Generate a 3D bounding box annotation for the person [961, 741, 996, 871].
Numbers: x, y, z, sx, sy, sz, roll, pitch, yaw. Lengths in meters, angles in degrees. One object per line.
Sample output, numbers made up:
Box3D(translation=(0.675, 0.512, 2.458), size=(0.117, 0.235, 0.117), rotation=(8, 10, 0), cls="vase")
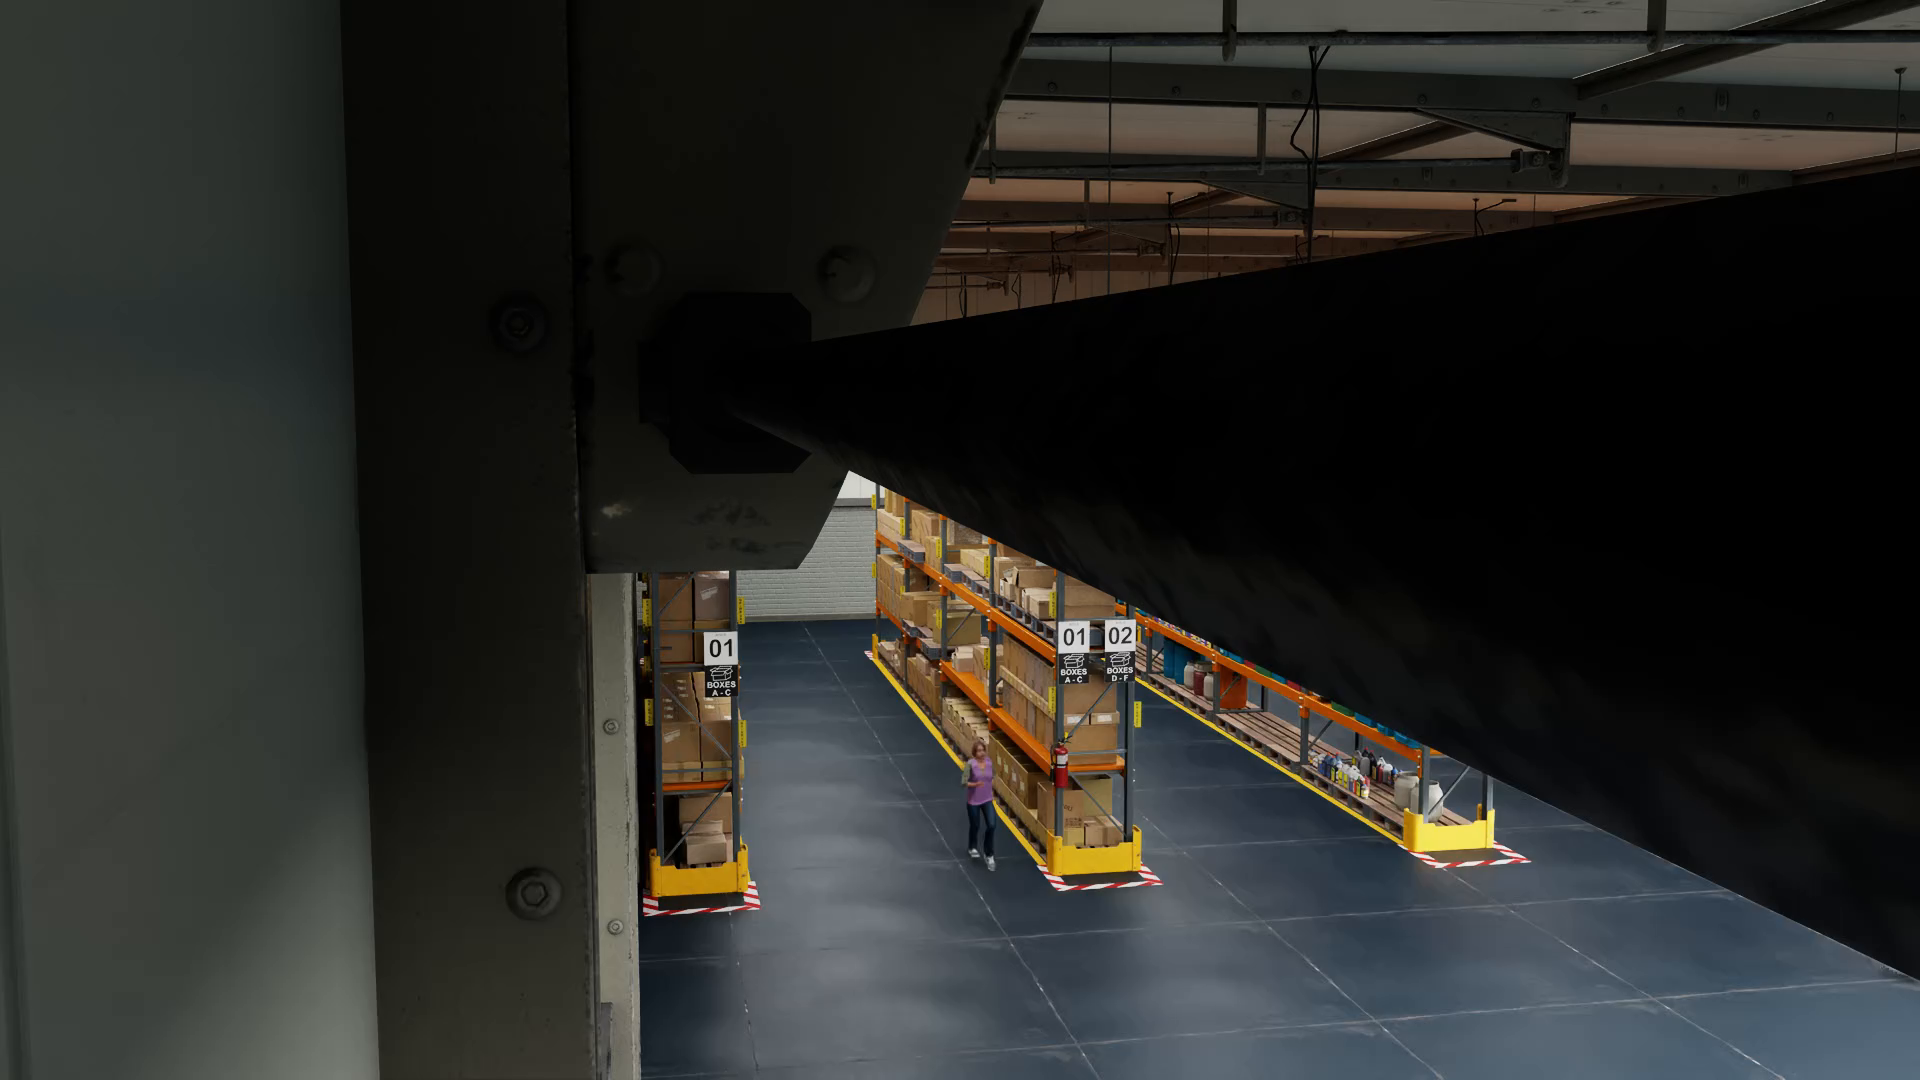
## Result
Box3D(translation=(0.256, 3.363, 21.207), size=(0.525, 1.618, 0.686), rotation=(-1, 6, -14), cls="person")
